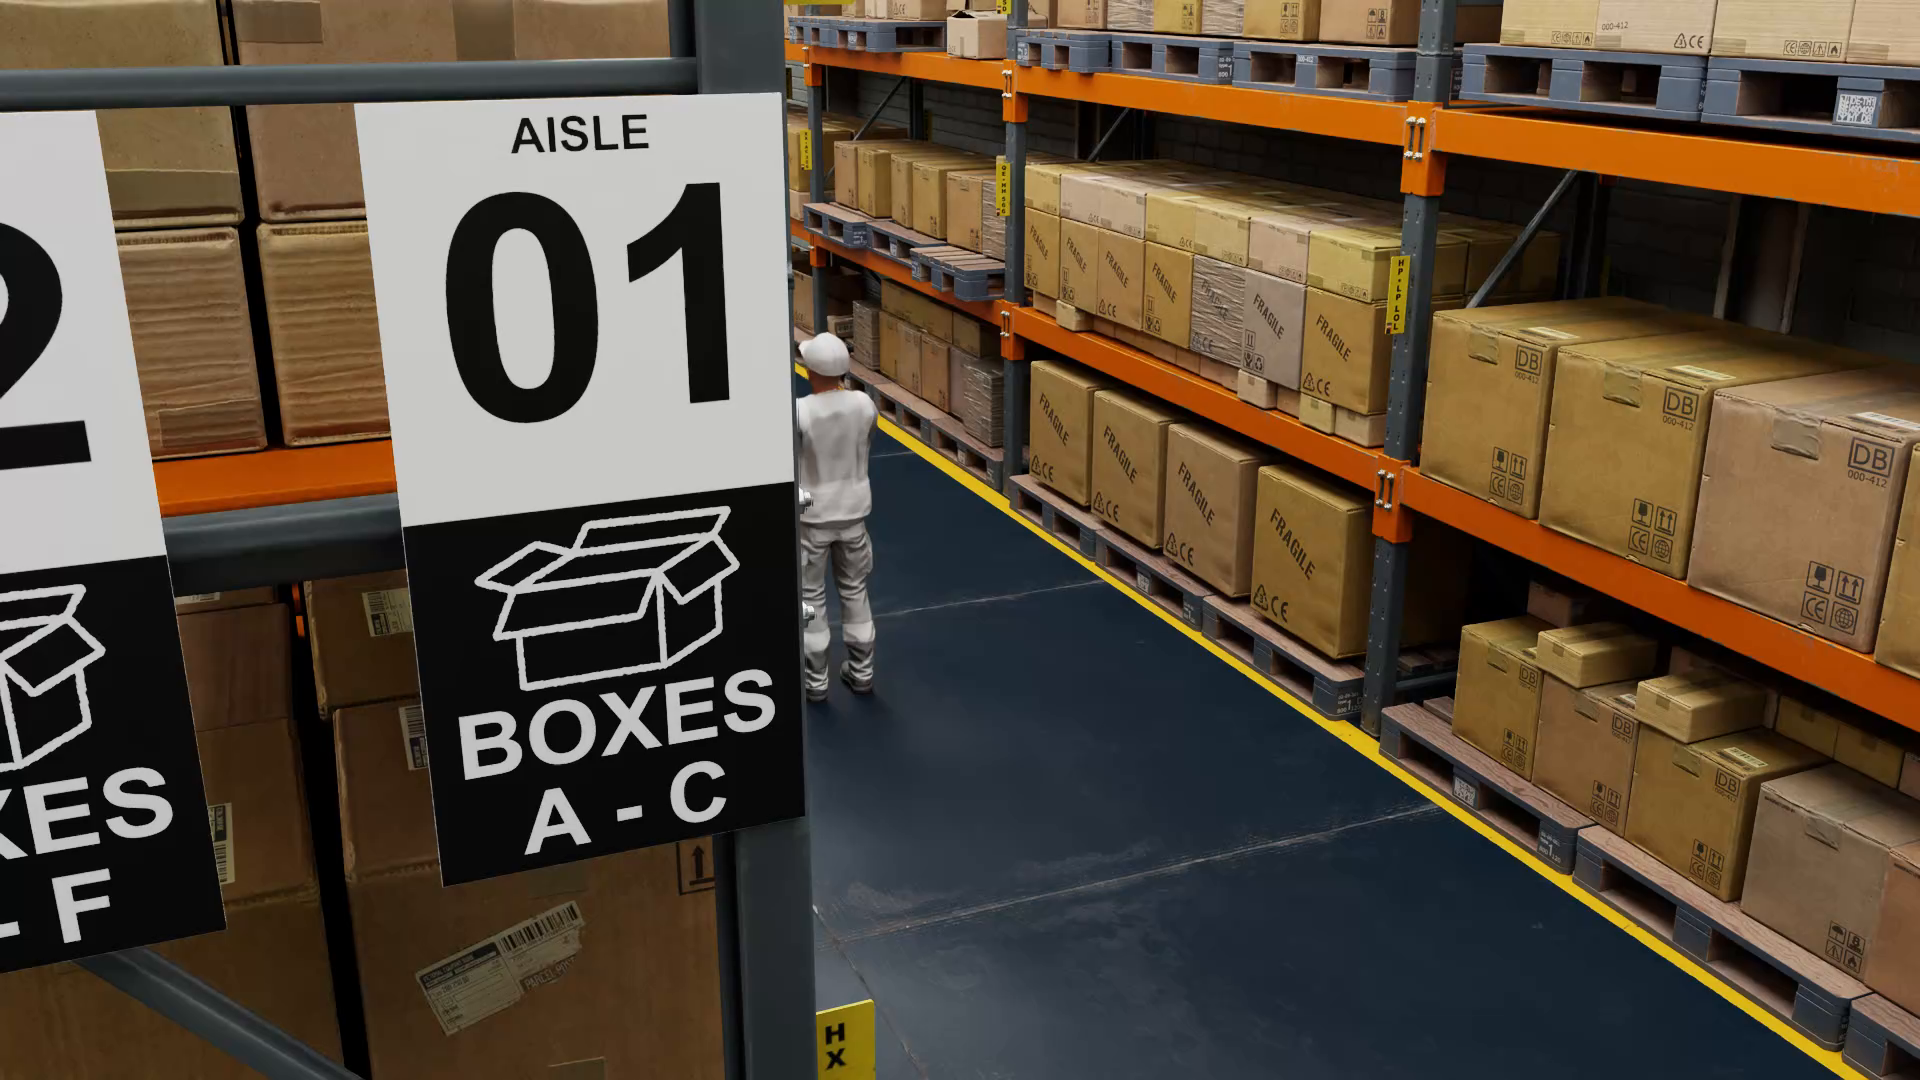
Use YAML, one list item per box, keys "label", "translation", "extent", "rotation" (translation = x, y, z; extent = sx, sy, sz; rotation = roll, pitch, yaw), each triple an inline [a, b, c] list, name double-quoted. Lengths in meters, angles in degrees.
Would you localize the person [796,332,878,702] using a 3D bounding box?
- label: "person"
  translation: [-0.672, -0.132, 7.914]
  extent: [0.504, 1.790, 0.559]
  rotation: [-10, 21, -26]
